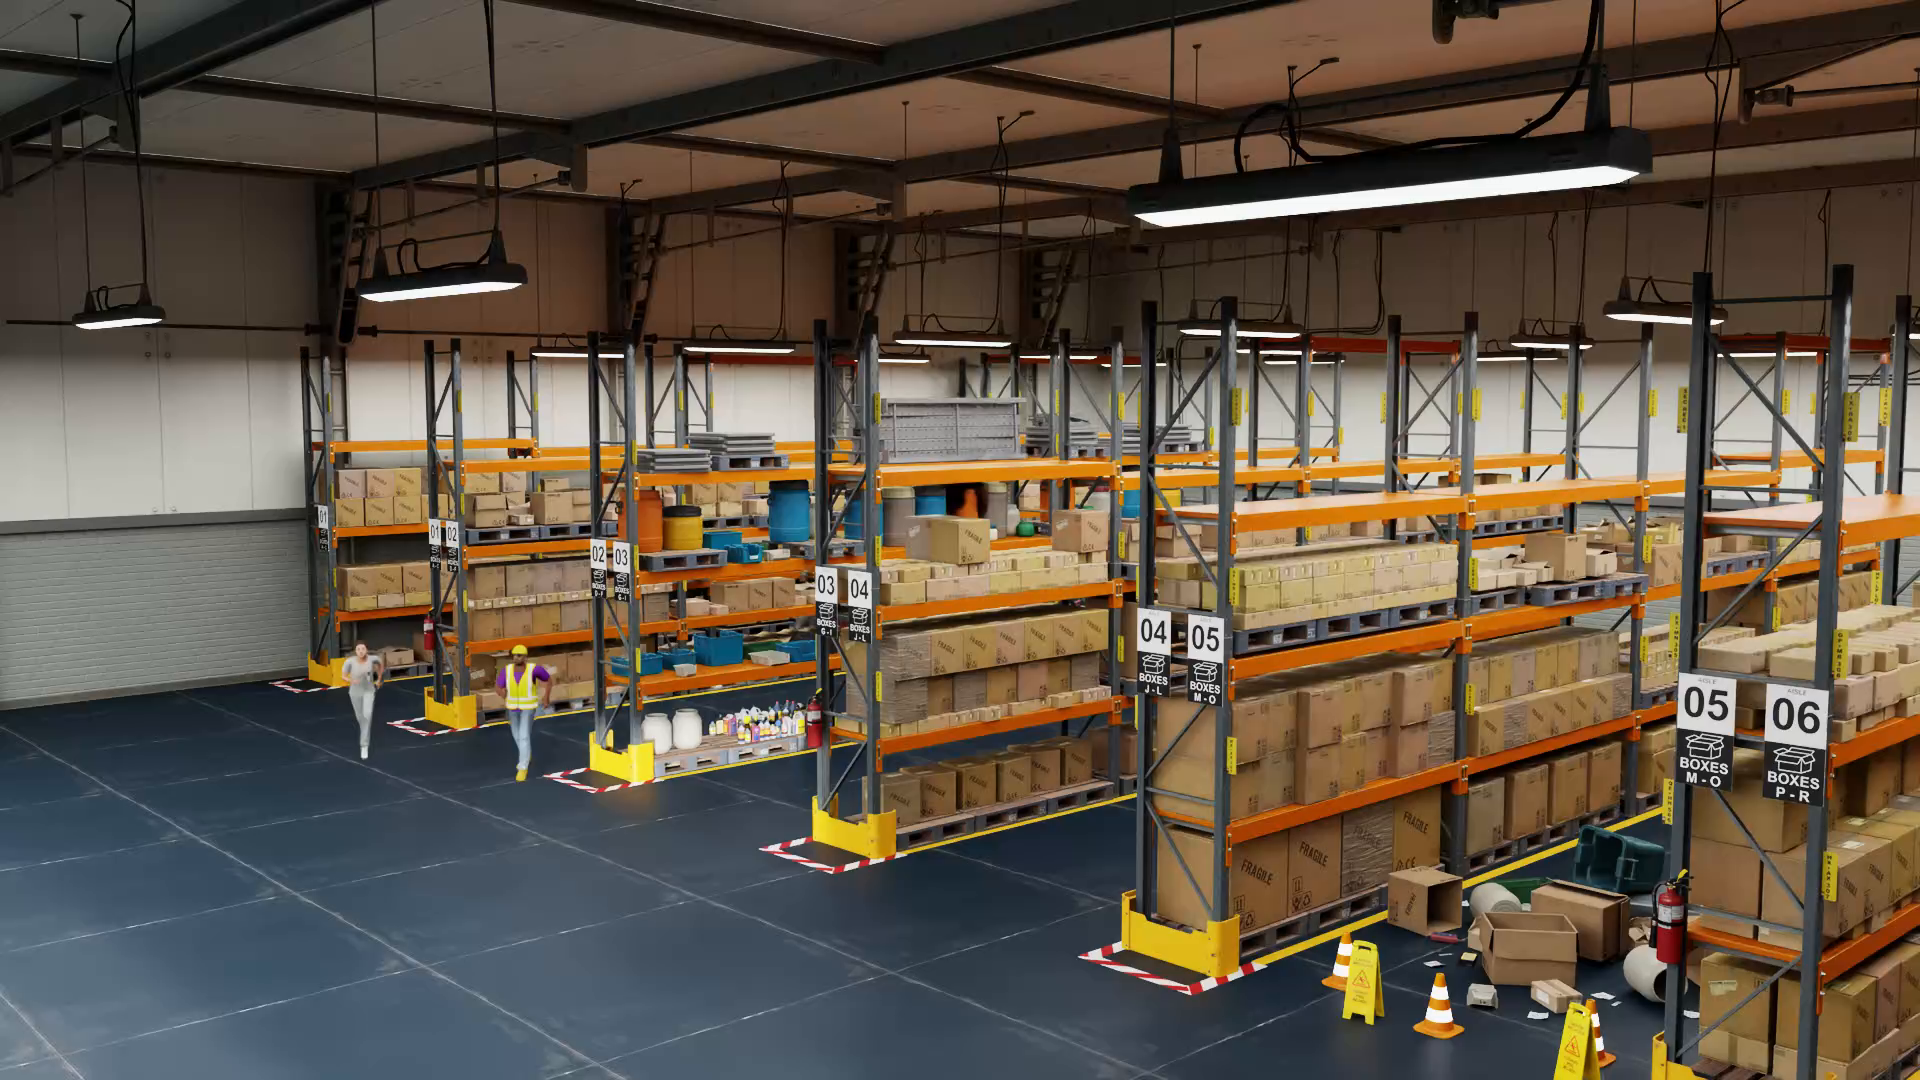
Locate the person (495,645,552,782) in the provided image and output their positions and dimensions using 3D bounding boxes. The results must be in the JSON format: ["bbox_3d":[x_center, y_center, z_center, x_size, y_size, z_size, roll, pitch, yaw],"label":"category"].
[{"bbox_3d":[-5.916,2.306,22.490,0.721,1.814,0.829,1,5,6],"label":"person"}]

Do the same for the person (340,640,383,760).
[{"bbox_3d":[-8.599,2.246,23.953,0.569,1.670,1.038,-1,5,-14],"label":"person"}]

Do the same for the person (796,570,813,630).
[{"bbox_3d":[-3.143,1.413,33.373,0.524,1.658,0.612,-5,7,-44],"label":"person"}]
